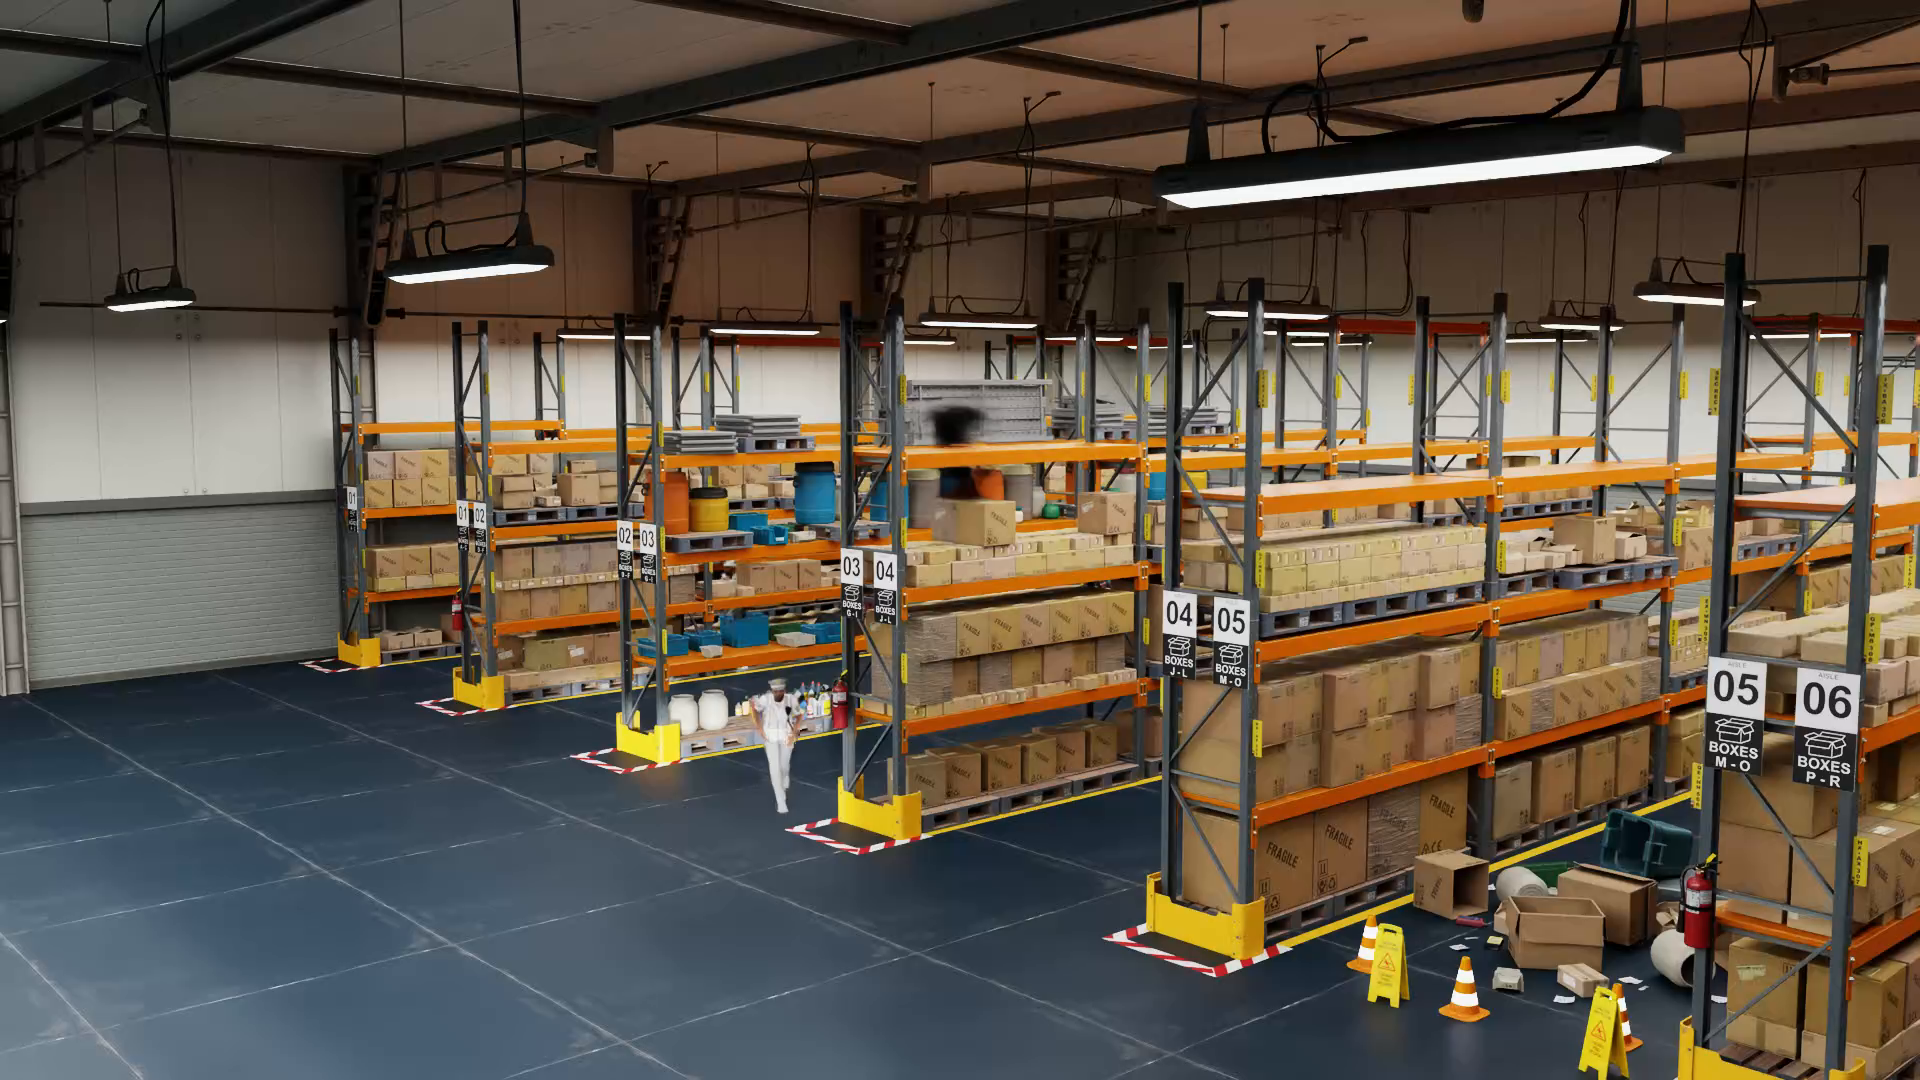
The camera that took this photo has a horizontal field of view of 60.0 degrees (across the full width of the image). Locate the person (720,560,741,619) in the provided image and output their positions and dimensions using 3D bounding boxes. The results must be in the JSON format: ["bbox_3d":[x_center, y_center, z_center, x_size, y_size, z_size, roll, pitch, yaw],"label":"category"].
[{"bbox_3d":[-4.280,1.218,31.462,0.714,1.718,0.643,4,7,35],"label":"person"}]

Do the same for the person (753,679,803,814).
[{"bbox_3d":[-2.192,2.410,20.059,0.578,1.644,0.934,0,6,0],"label":"person"}]
